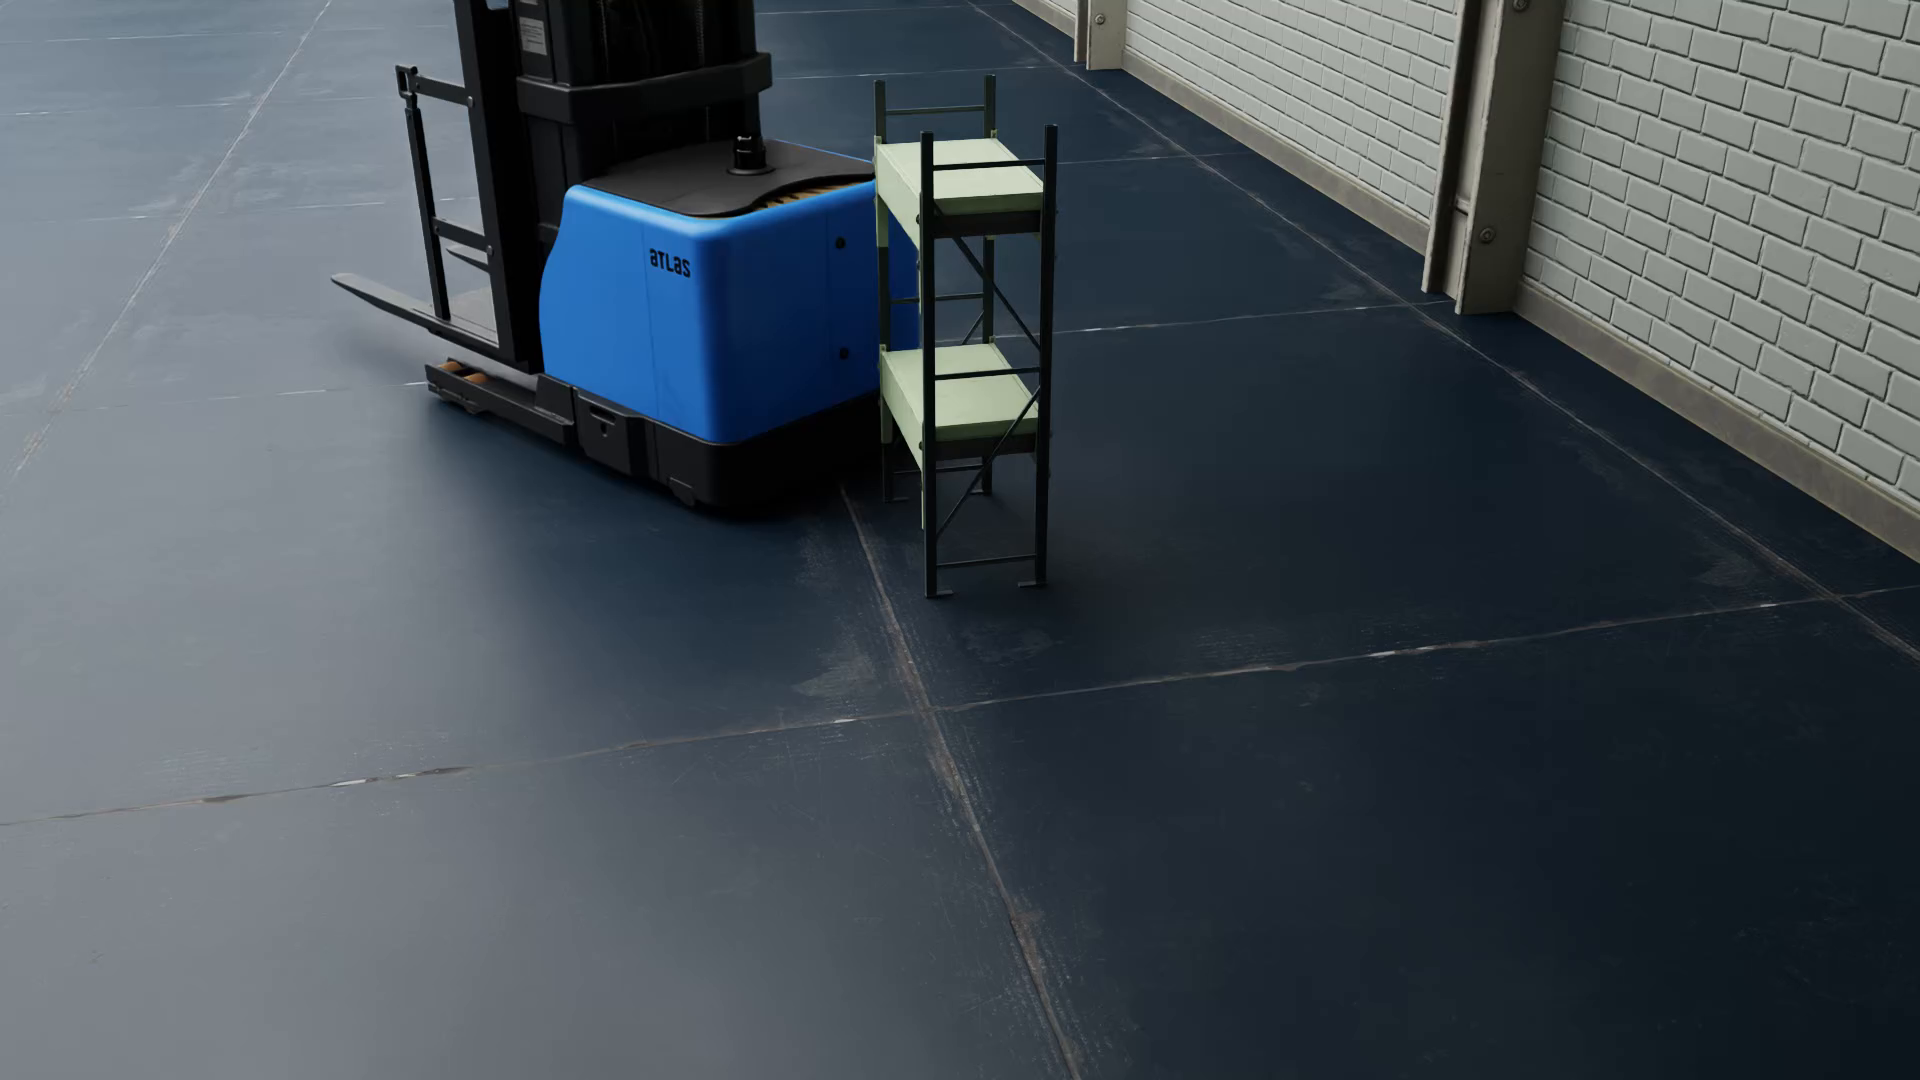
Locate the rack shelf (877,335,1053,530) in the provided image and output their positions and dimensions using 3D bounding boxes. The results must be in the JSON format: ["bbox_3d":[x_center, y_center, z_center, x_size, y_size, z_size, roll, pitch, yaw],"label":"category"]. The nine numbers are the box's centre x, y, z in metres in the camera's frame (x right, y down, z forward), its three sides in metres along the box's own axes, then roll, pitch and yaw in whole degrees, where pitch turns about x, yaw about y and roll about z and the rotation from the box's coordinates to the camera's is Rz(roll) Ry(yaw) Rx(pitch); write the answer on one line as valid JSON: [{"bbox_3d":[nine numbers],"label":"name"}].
[{"bbox_3d":[0.002,-0.376,5.553,0.431,0.370,0.720,-6,27,-12],"label":"rack shelf"}]

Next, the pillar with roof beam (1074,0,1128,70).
[{"bbox_3d":[-3.080,-7.379,10.383,9.100,9.000,0.400,-6,27,-12],"label":"pillar with roof beam"}]

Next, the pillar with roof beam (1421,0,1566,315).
[{"bbox_3d":[-1.728,-4.745,5.165,9.100,9.000,0.400,-6,27,-12],"label":"pillar with roof beam"}]

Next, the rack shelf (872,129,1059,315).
[{"bbox_3d":[0.002,-1.015,5.230,0.431,0.370,0.720,-6,27,-12],"label":"rack shelf"}]

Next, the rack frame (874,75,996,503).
[{"bbox_3d":[-0.081,-0.827,5.725,0.400,1.500,0.023,-6,27,-12],"label":"rack frame"}]

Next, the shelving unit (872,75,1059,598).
[{"bbox_3d":[0.002,-0.667,5.406,0.431,1.500,0.755,-6,27,-12],"label":"shelving unit"}]

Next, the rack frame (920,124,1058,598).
[{"bbox_3d":[0.084,-0.506,5.088,0.400,1.500,0.023,-6,27,-12],"label":"rack frame"}]

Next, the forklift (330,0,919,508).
[{"bbox_3d":[-1.563,-1.972,6.403,3.031,2.935,1.130,23,34,37],"label":"forklift"}]
